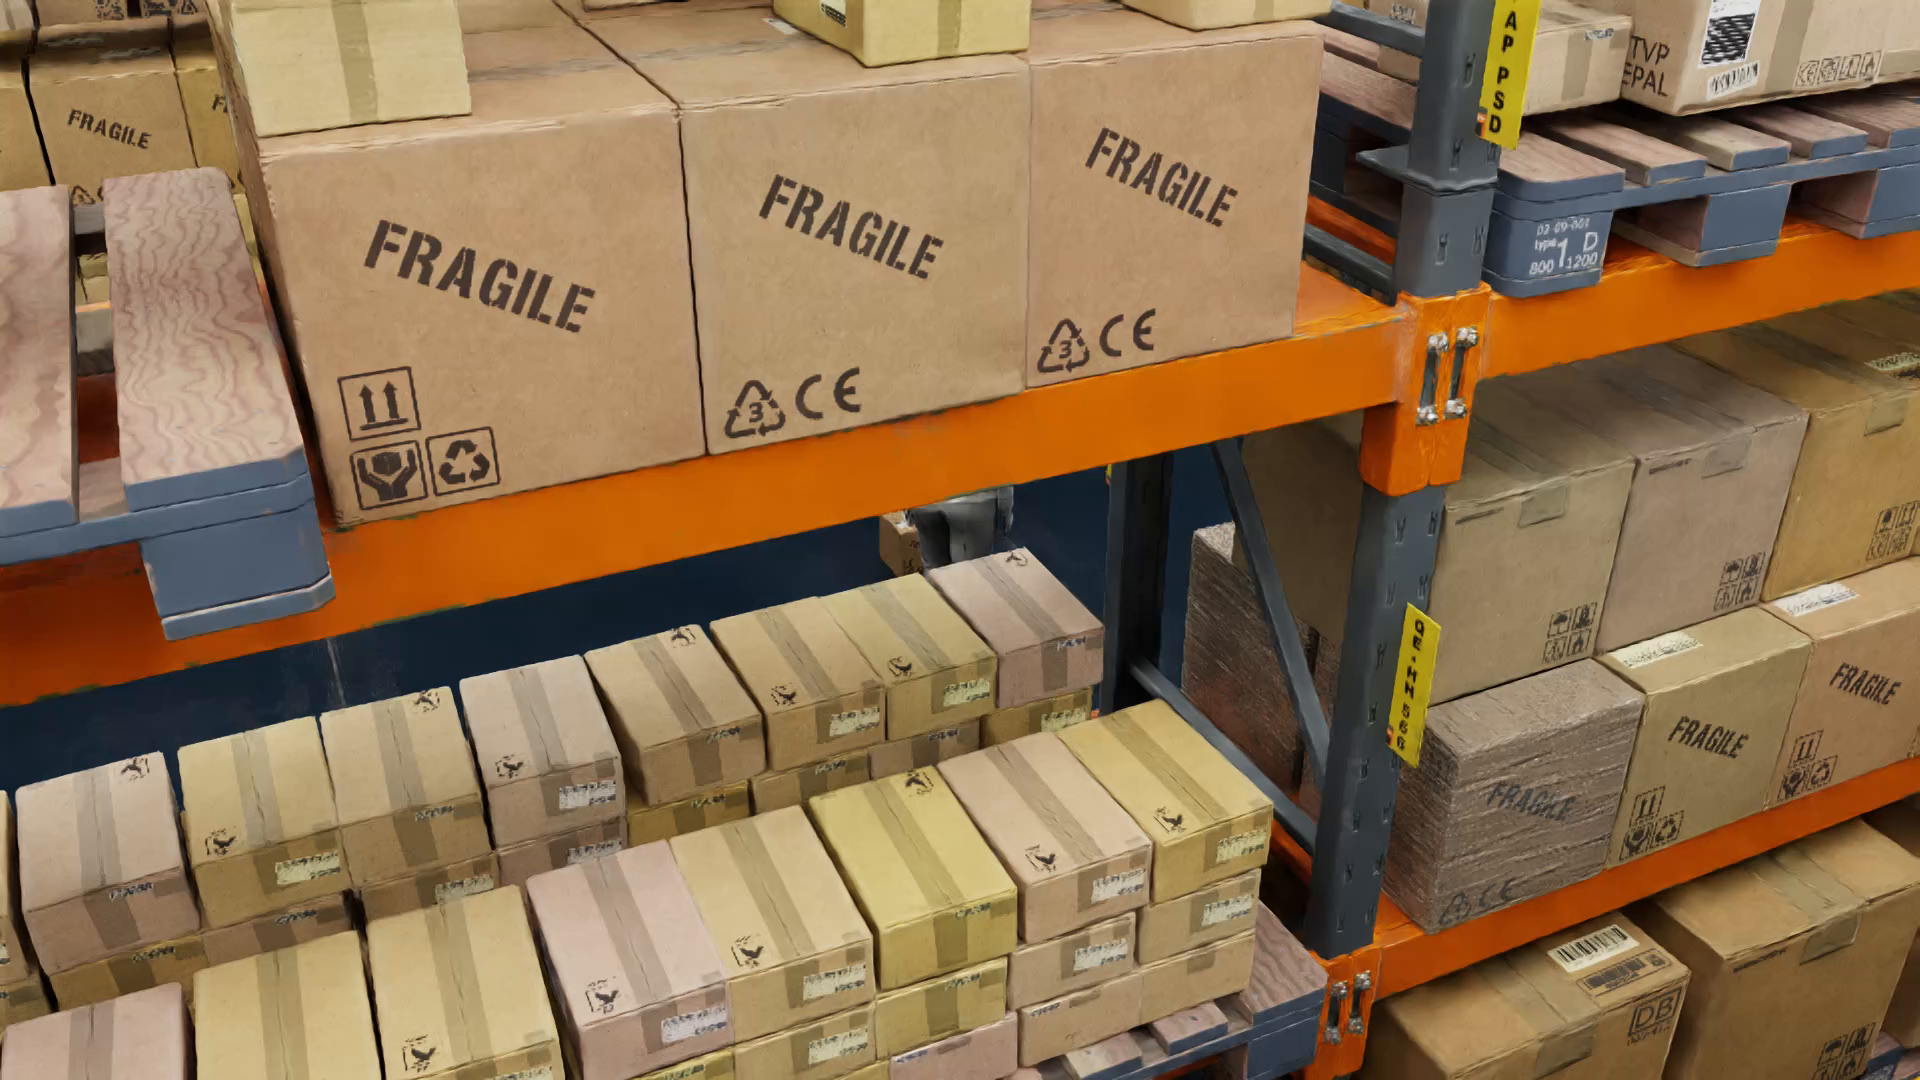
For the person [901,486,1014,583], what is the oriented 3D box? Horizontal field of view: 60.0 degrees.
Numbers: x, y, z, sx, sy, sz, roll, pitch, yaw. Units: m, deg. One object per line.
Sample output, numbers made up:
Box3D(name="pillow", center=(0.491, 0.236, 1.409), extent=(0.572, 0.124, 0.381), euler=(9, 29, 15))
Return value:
Box3D(name="person", center=(-0.005, -0.159, 6.391), extent=(0.475, 1.679, 0.509), euler=(15, 33, 24))
